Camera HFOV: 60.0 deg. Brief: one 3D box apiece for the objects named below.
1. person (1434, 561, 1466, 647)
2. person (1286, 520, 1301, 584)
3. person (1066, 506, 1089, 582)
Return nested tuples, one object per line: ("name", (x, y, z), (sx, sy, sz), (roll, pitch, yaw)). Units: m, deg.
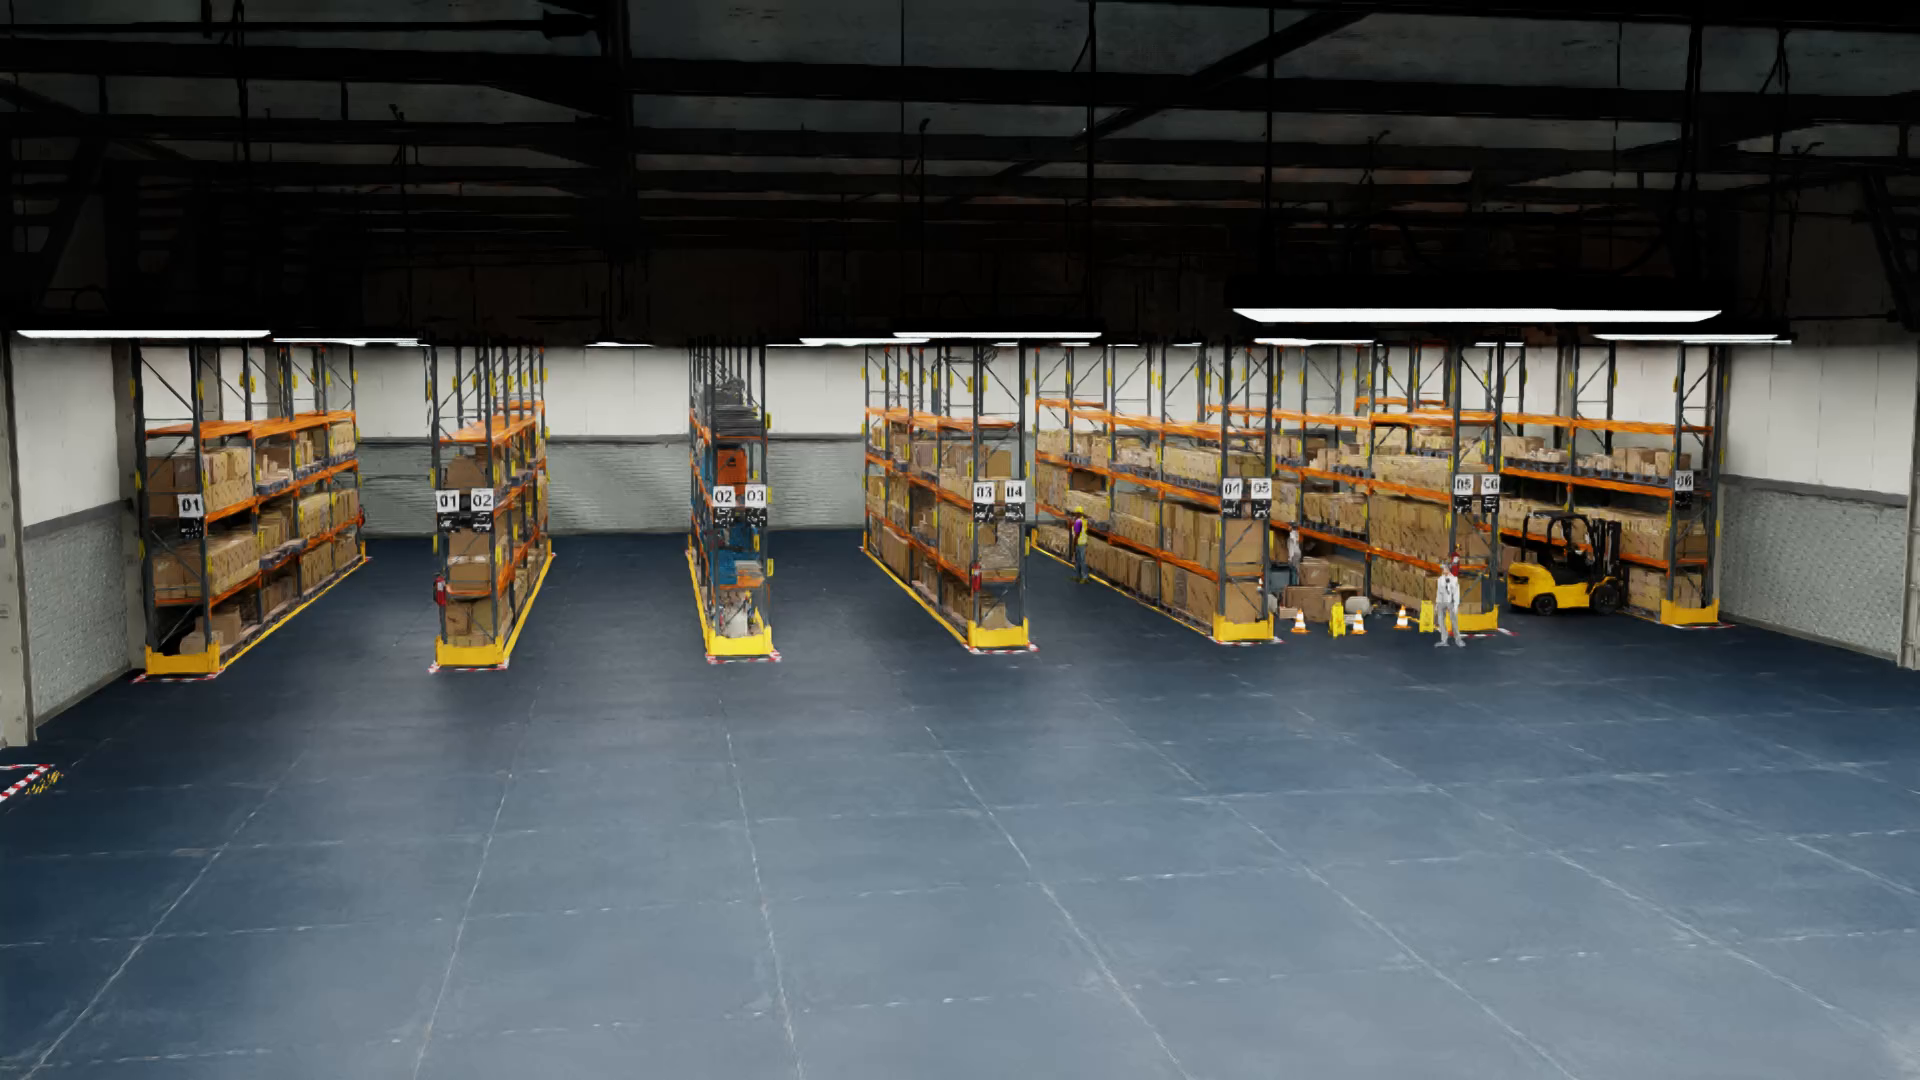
("person", (9.468, 1.229, 32.138), (0.524, 1.669, 0.571), (-5, 8, -36))
("person", (7.882, 0.369, 39.409), (0.530, 1.663, 0.572), (2, 7, 14))
("person", (2.771, 0.080, 39.021), (0.595, 1.763, 0.685), (2, 7, 14))
